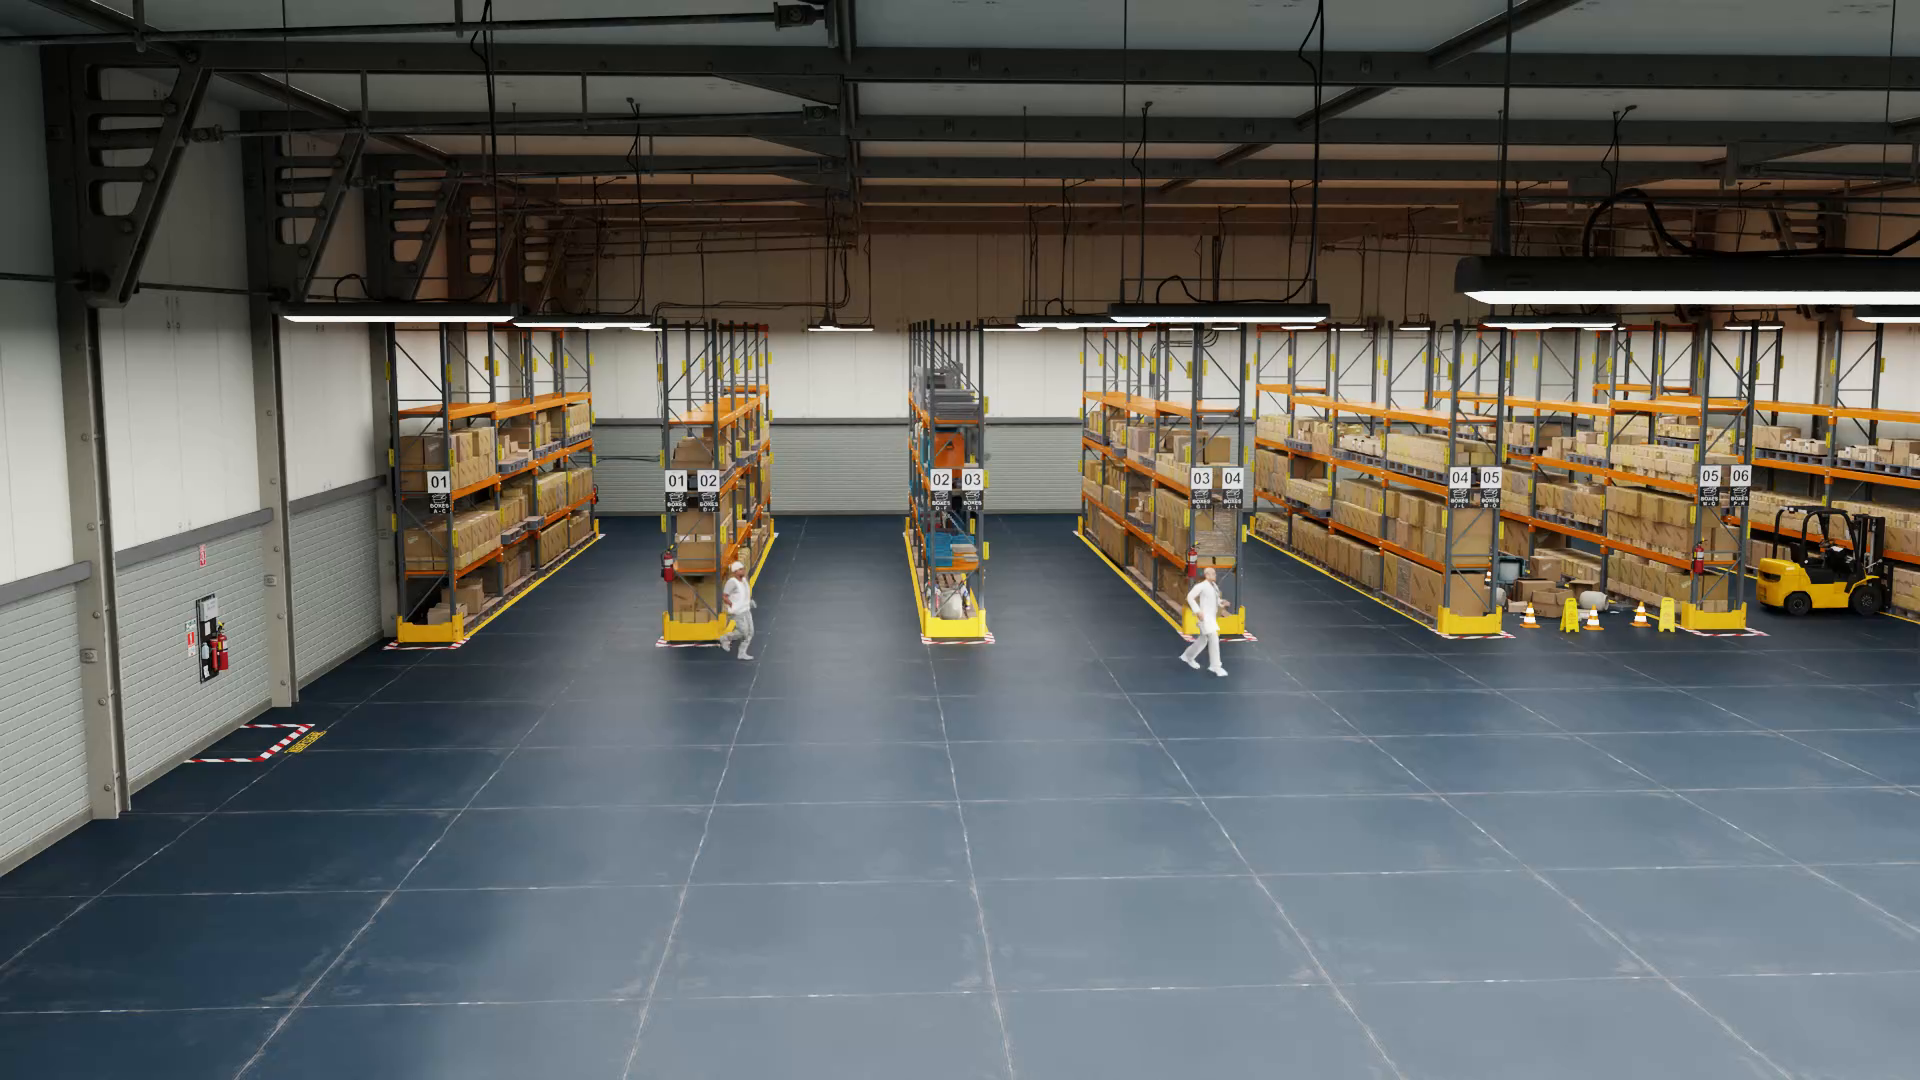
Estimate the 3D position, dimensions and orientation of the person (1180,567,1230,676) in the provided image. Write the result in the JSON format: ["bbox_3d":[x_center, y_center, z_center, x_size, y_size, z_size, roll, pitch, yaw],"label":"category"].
[{"bbox_3d":[4.166,1.361,28.199,0.911,1.822,0.706,4,8,26],"label":"person"}]

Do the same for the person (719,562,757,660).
[{"bbox_3d":[-3.937,1.246,29.361,0.614,1.737,0.694,3,8,22],"label":"person"}]

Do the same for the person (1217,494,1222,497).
[{"bbox_3d":[7.169,-1.001,47.761,0.714,1.688,0.620,4,8,31],"label":"person"}]
